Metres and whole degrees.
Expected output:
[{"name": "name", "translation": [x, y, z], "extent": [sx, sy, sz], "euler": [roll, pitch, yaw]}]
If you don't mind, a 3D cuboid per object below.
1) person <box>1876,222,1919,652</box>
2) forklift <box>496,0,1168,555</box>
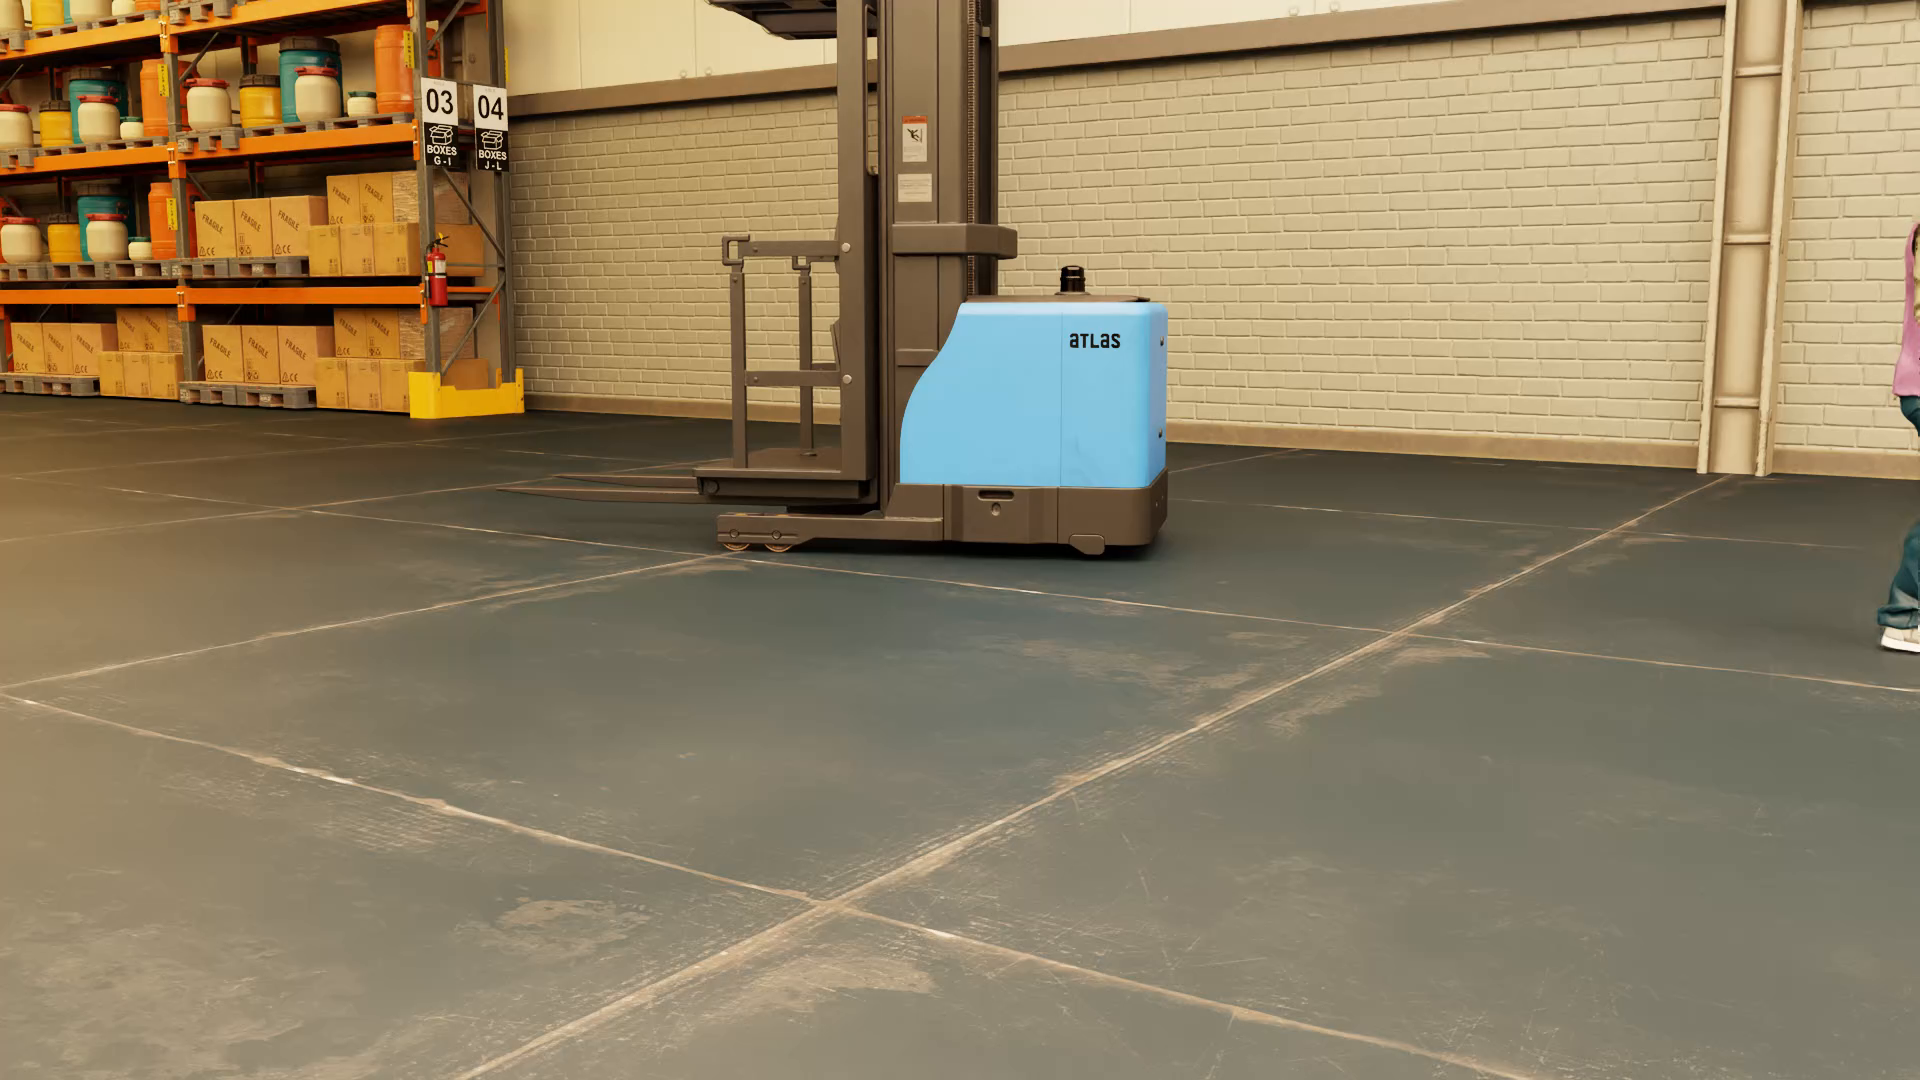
[{"name": "person", "translation": [3.089, -0.428, 5.077], "extent": [0.432, 1.622, 0.493], "euler": [6, 10, 34]}, {"name": "forklift", "translation": [-0.596, -1.469, 7.520], "extent": [3.031, 2.935, 1.130], "euler": [2, 8, 12]}]
